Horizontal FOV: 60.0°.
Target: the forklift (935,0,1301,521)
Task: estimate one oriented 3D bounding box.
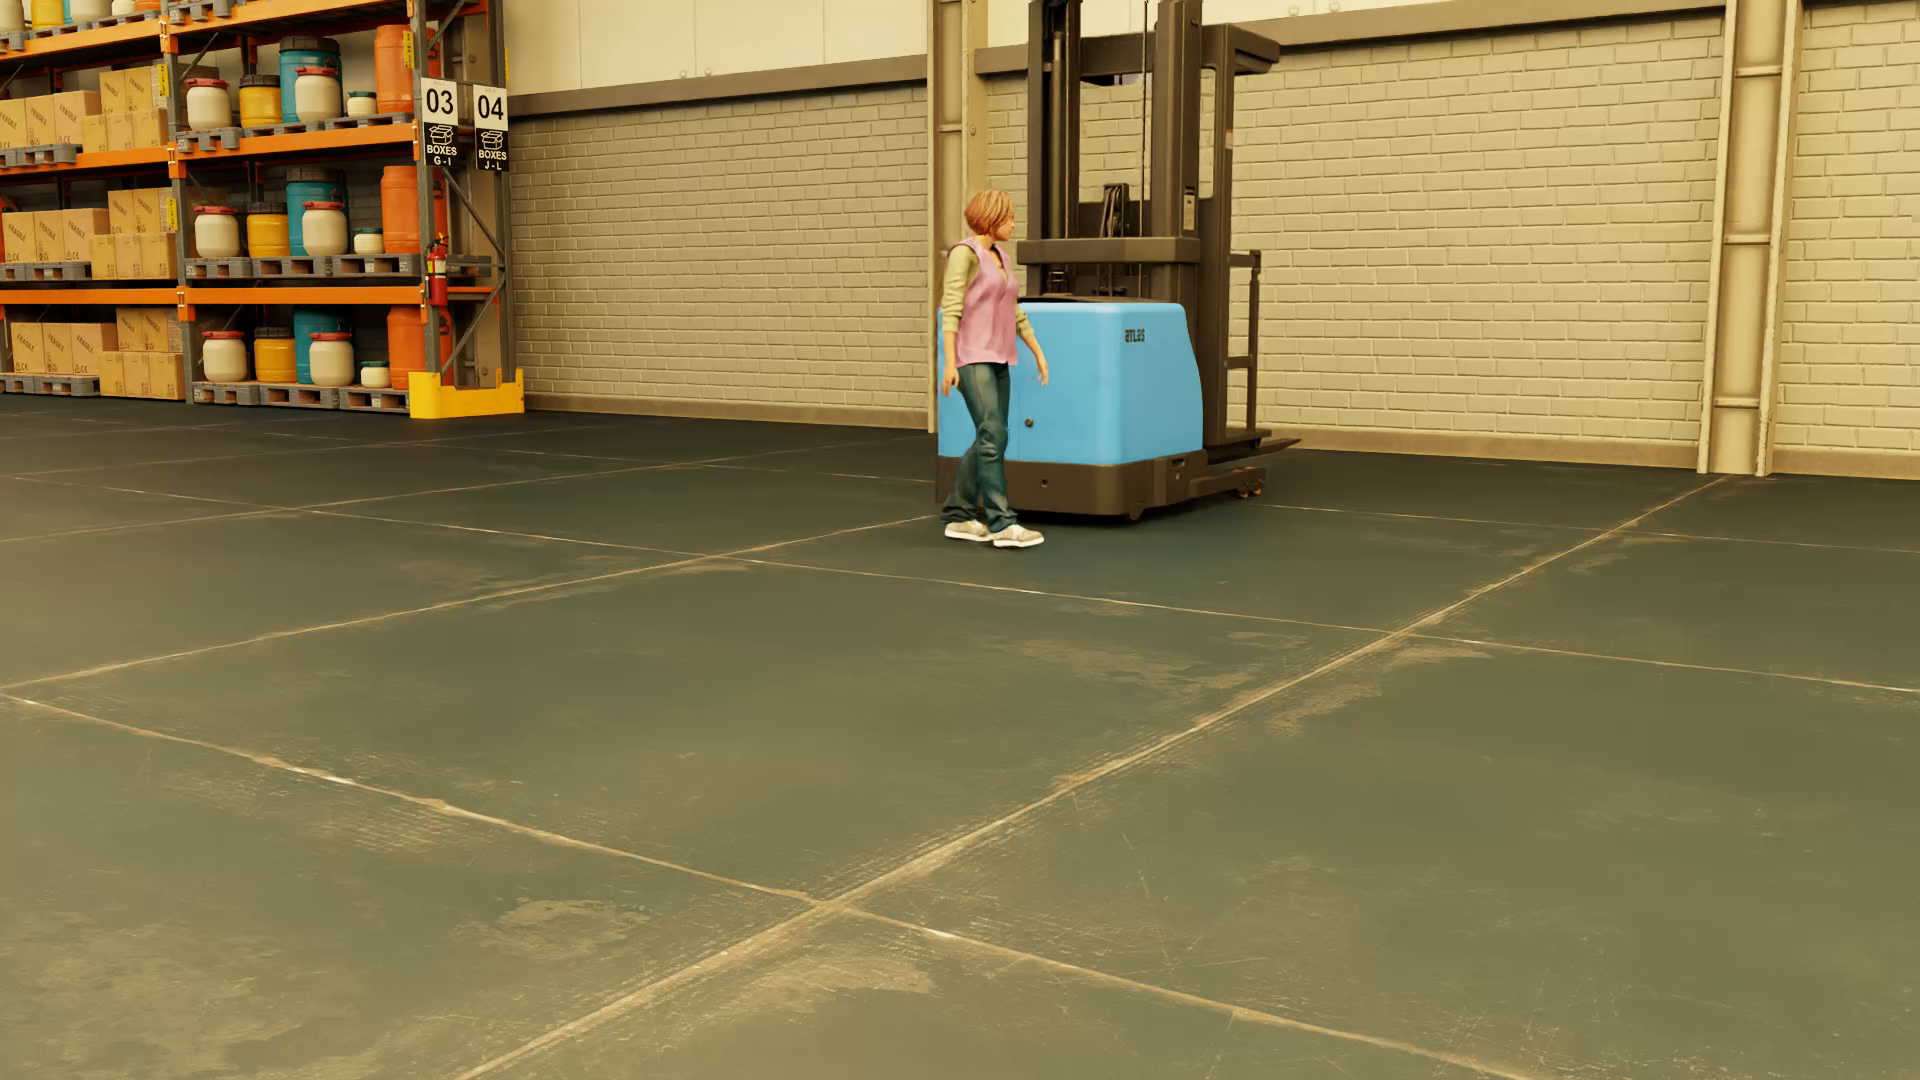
[{"bbox_3d":[1.076,-1.710,9.220,1.130,2.935,3.031,5,9,31],"label":"forklift"}]

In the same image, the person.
[{"bbox_3d":[0.176,-0.765,7.409,0.603,1.575,0.566,4,9,29],"label":"person"}]
